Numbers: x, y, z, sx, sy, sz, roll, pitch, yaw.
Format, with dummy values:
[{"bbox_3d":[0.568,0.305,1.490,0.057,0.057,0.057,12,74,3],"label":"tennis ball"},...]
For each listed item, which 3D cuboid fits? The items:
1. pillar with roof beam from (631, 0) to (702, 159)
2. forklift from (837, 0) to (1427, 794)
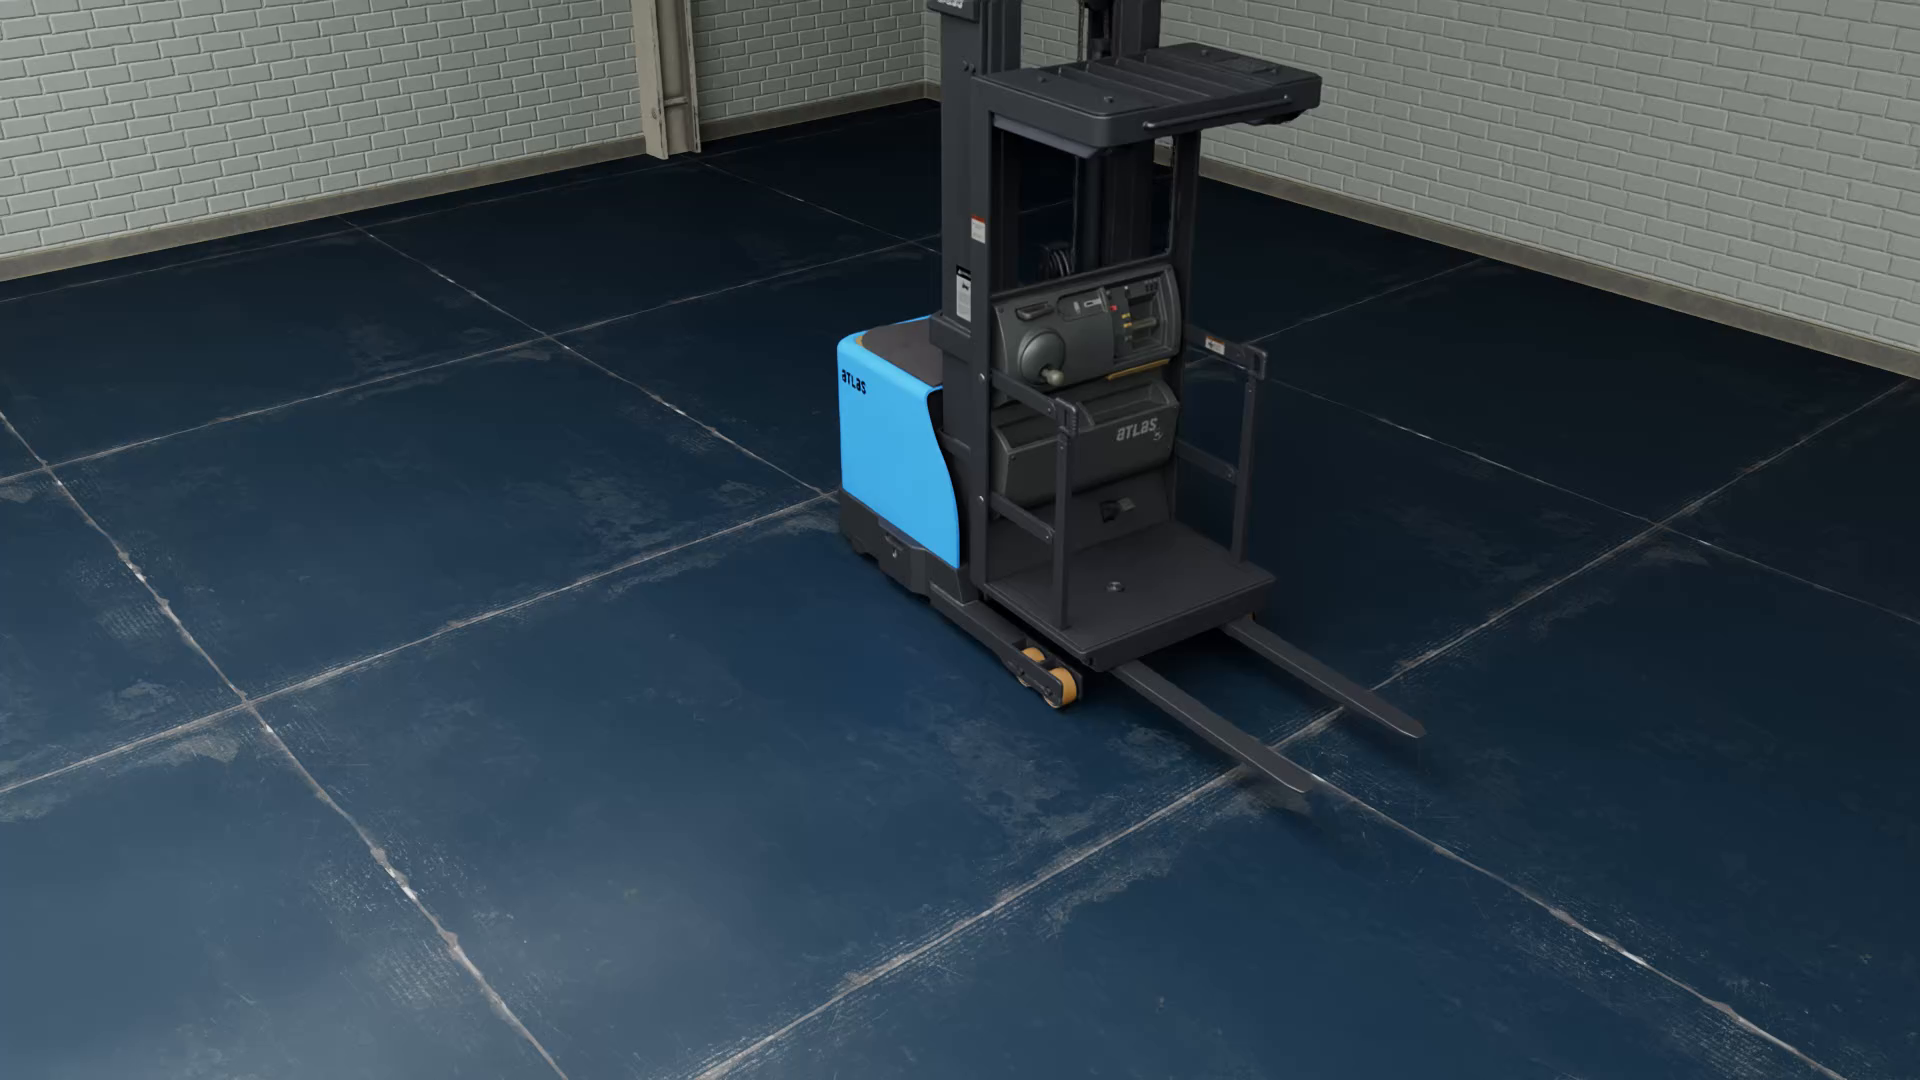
[{"bbox_3d":[0.270,-5.841,9.633,0.400,9.000,9.100,-22,35,-35],"label":"pillar with roof beam"},{"bbox_3d":[0.662,-0.851,6.733,1.130,2.935,3.031,-18,33,-30],"label":"forklift"}]
